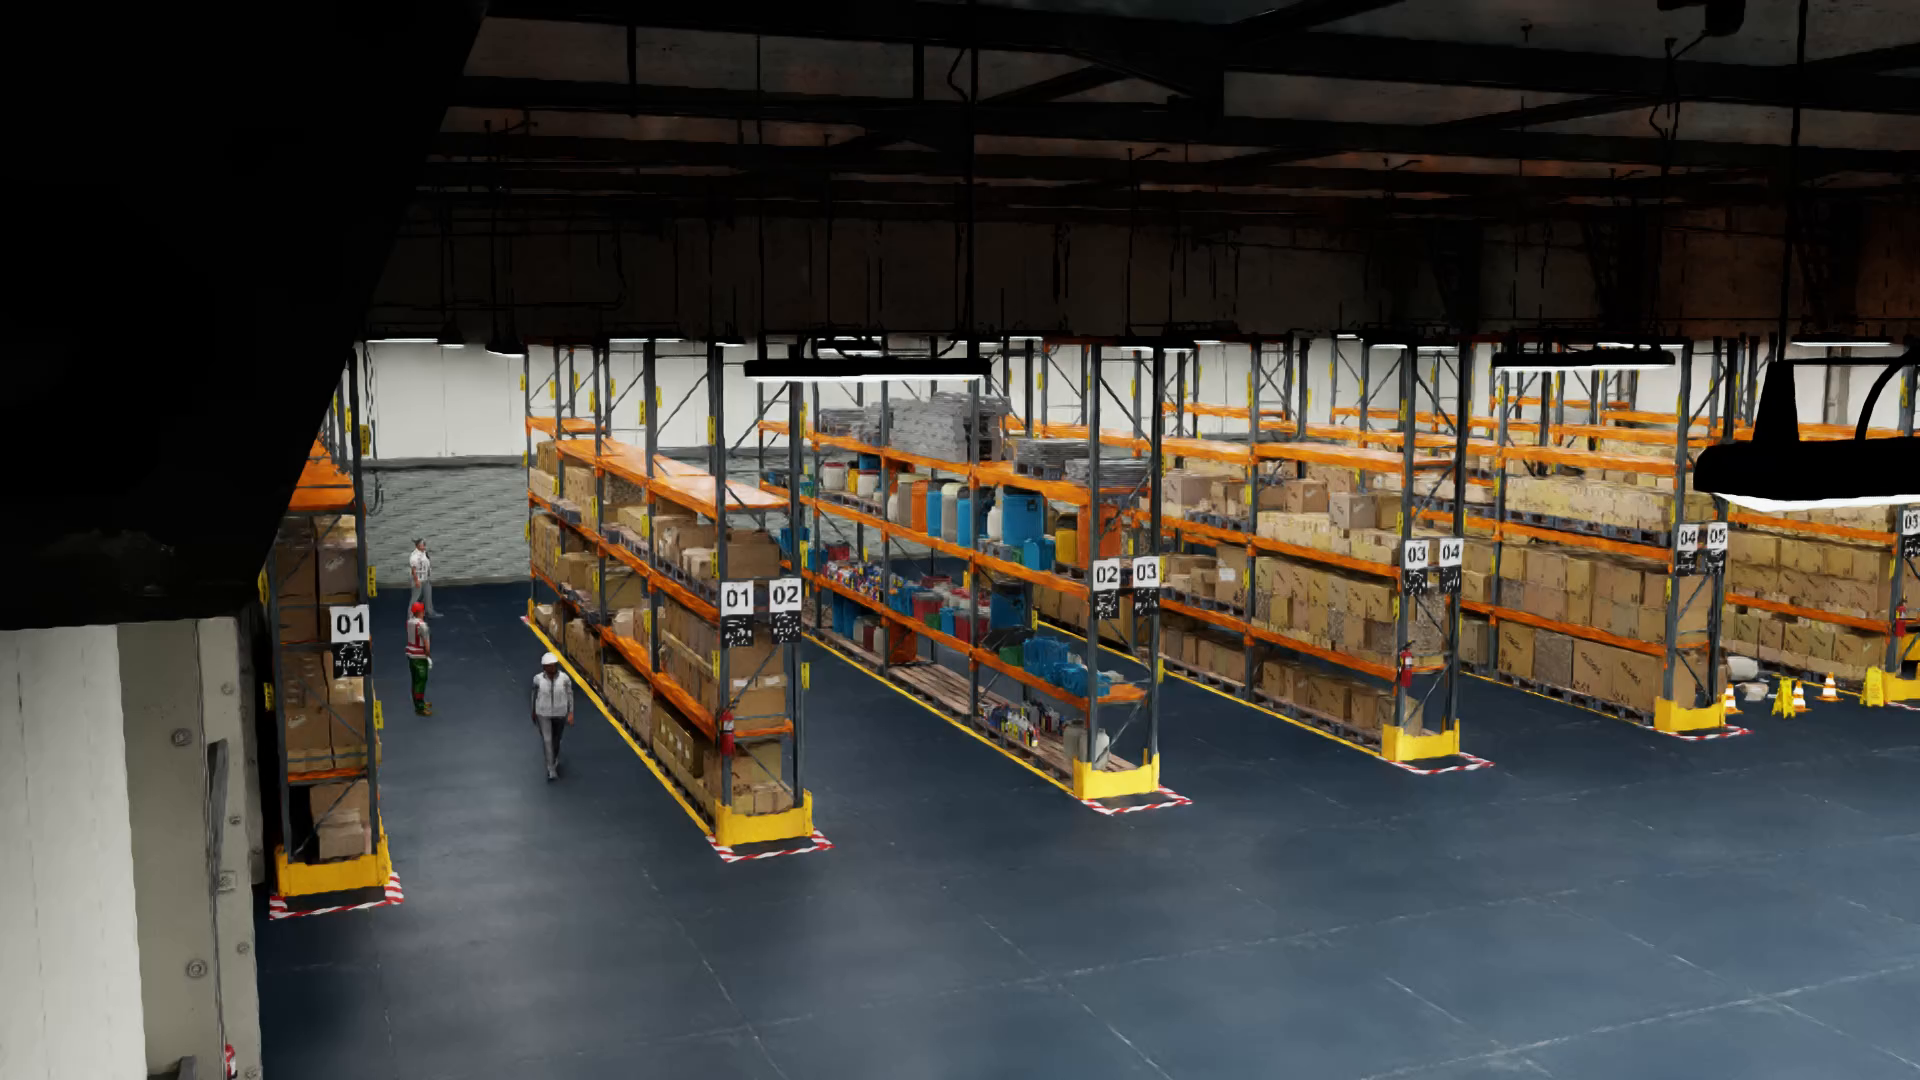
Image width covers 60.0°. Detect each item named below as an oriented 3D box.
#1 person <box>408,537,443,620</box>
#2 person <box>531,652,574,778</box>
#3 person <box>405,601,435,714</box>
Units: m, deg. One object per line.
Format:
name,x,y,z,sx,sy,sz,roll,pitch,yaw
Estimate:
person,-11.308,0.807,34.939,0.550,1.759,0.752,1,8,11
person,-5.669,2.402,23.201,0.555,1.725,1.029,-3,8,-23
person,-8.663,1.872,26.770,0.621,1.794,0.468,7,10,41
